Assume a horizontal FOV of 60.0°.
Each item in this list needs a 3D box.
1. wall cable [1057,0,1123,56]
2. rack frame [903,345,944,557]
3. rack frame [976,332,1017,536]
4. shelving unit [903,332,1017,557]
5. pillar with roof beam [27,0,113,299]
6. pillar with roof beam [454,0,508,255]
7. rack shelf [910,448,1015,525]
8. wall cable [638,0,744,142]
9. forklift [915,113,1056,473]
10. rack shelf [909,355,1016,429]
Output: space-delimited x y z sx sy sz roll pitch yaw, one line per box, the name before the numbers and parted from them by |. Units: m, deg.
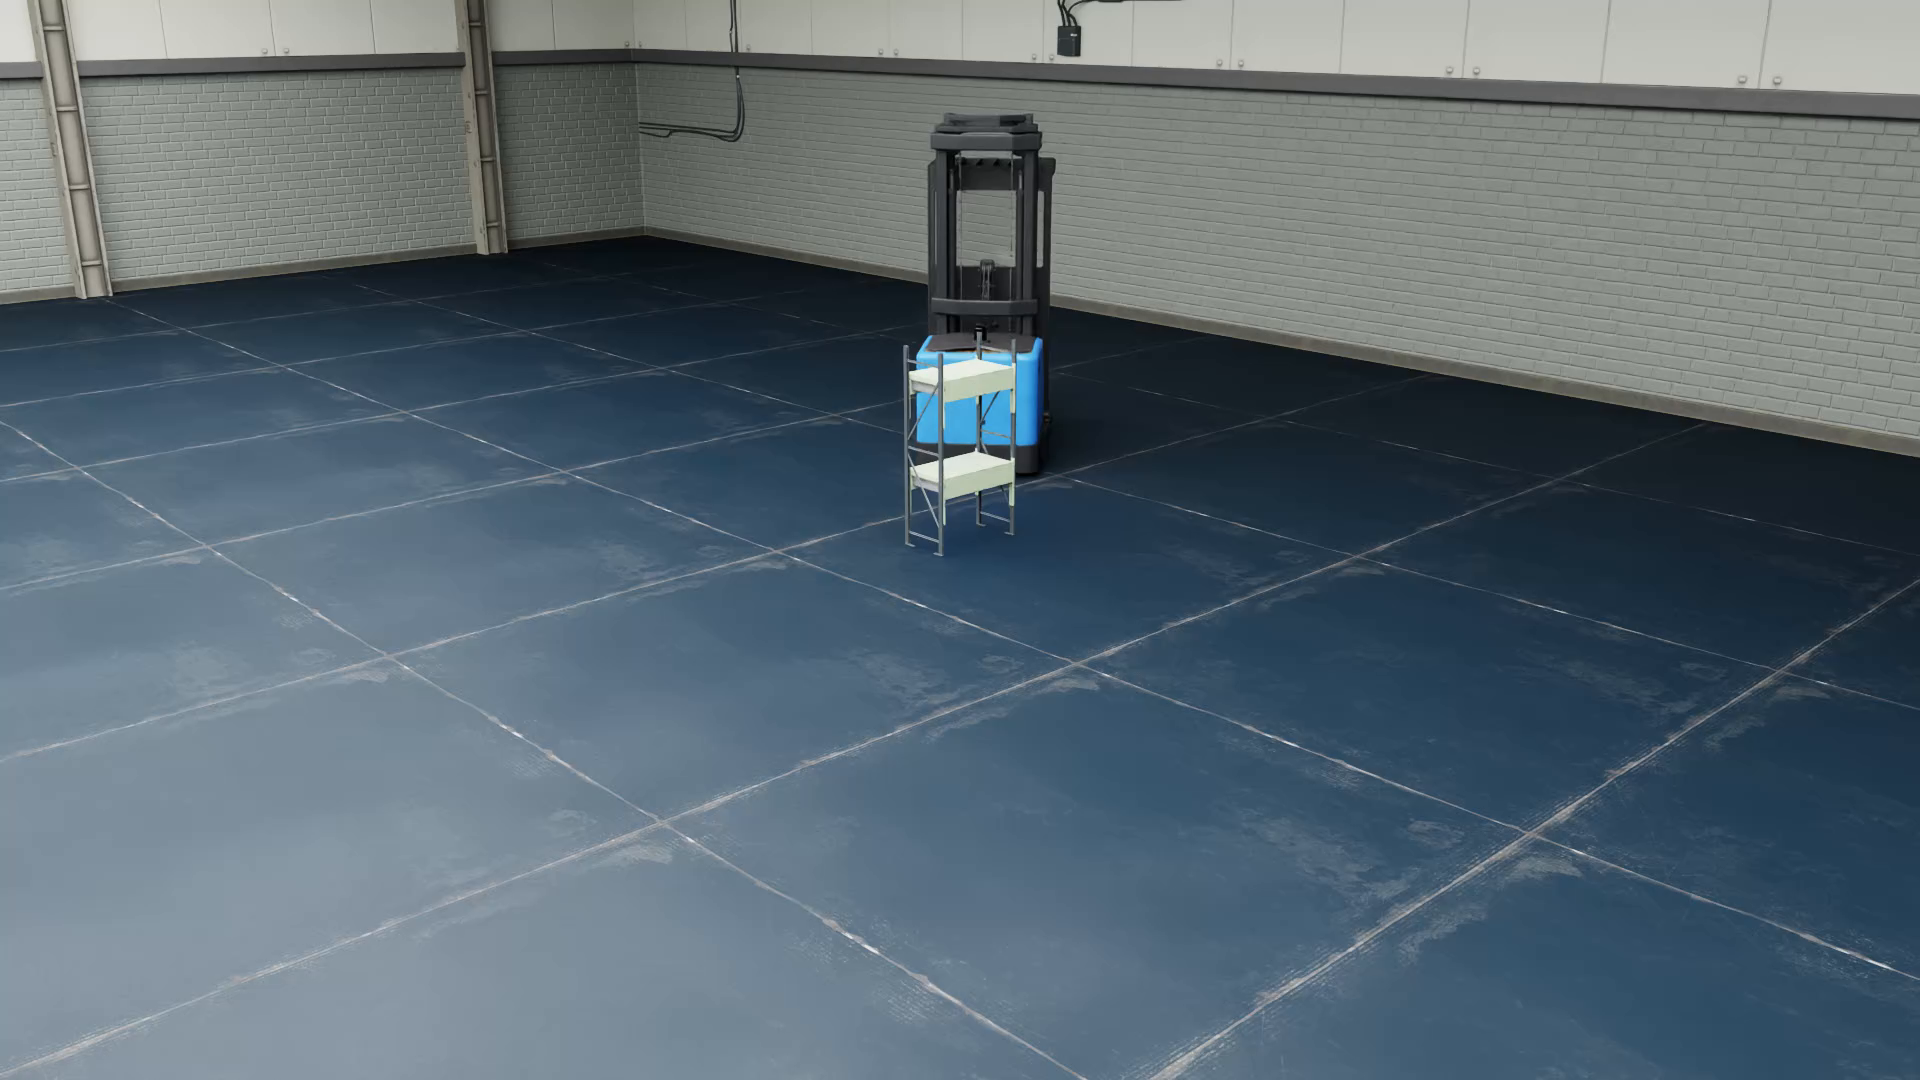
wall cable | 2.042 -8.717 19.265 0.169 6.003 2.305 -16 24 -41
rack frame | -0.261 -0.637 12.019 0.023 1.500 0.400 -16 24 -41
rack frame | 0.271 -0.792 12.497 0.023 1.500 0.400 -16 24 -41
shelving unit | 0.005 -0.715 12.258 0.755 1.500 0.431 -16 24 -41
pillar with roof beam | -8.920 -6.666 18.453 0.400 9.000 9.100 -16 24 -41
pillar with roof beam | -4.561 -7.937 22.374 0.400 9.000 9.100 -16 24 -41
rack shelf | 0.005 -0.405 12.358 0.720 0.370 0.431 -16 24 -41
wall cable | -4.469 -7.753 26.840 0.112 2.526 3.097 -16 24 -41
forklift | 0.284 -2.364 15.022 1.130 2.935 3.031 2 18 5
rack shelf | 0.005 -1.086 12.137 0.720 0.370 0.431 -16 24 -41
